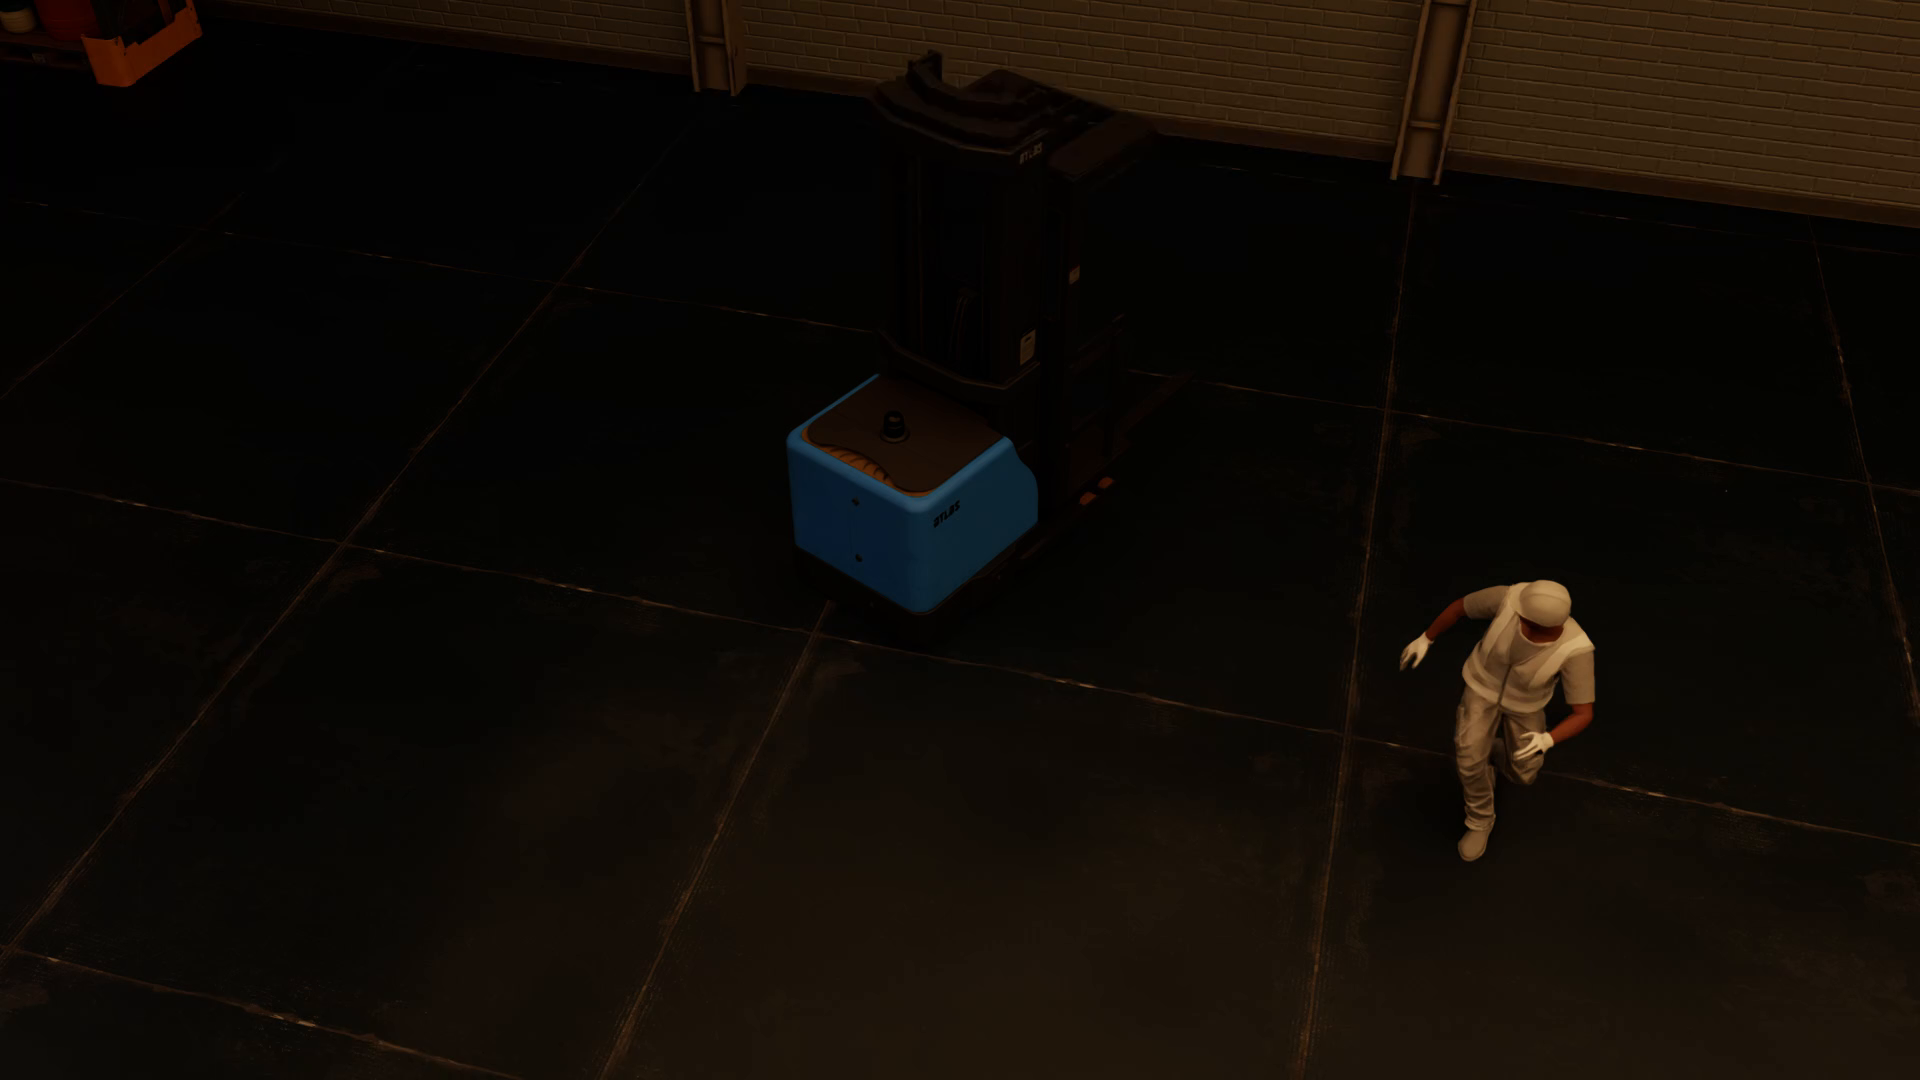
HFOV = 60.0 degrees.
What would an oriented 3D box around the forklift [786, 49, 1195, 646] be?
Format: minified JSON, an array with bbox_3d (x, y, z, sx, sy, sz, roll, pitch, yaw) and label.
[{"bbox_3d":[0.346,-1.420,9.481,1.130,2.935,3.031,28,49,28],"label":"forklift"}]

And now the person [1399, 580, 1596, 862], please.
[{"bbox_3d":[2.513,0.788,7.948,0.904,1.639,0.865,18,44,19],"label":"person"}]
